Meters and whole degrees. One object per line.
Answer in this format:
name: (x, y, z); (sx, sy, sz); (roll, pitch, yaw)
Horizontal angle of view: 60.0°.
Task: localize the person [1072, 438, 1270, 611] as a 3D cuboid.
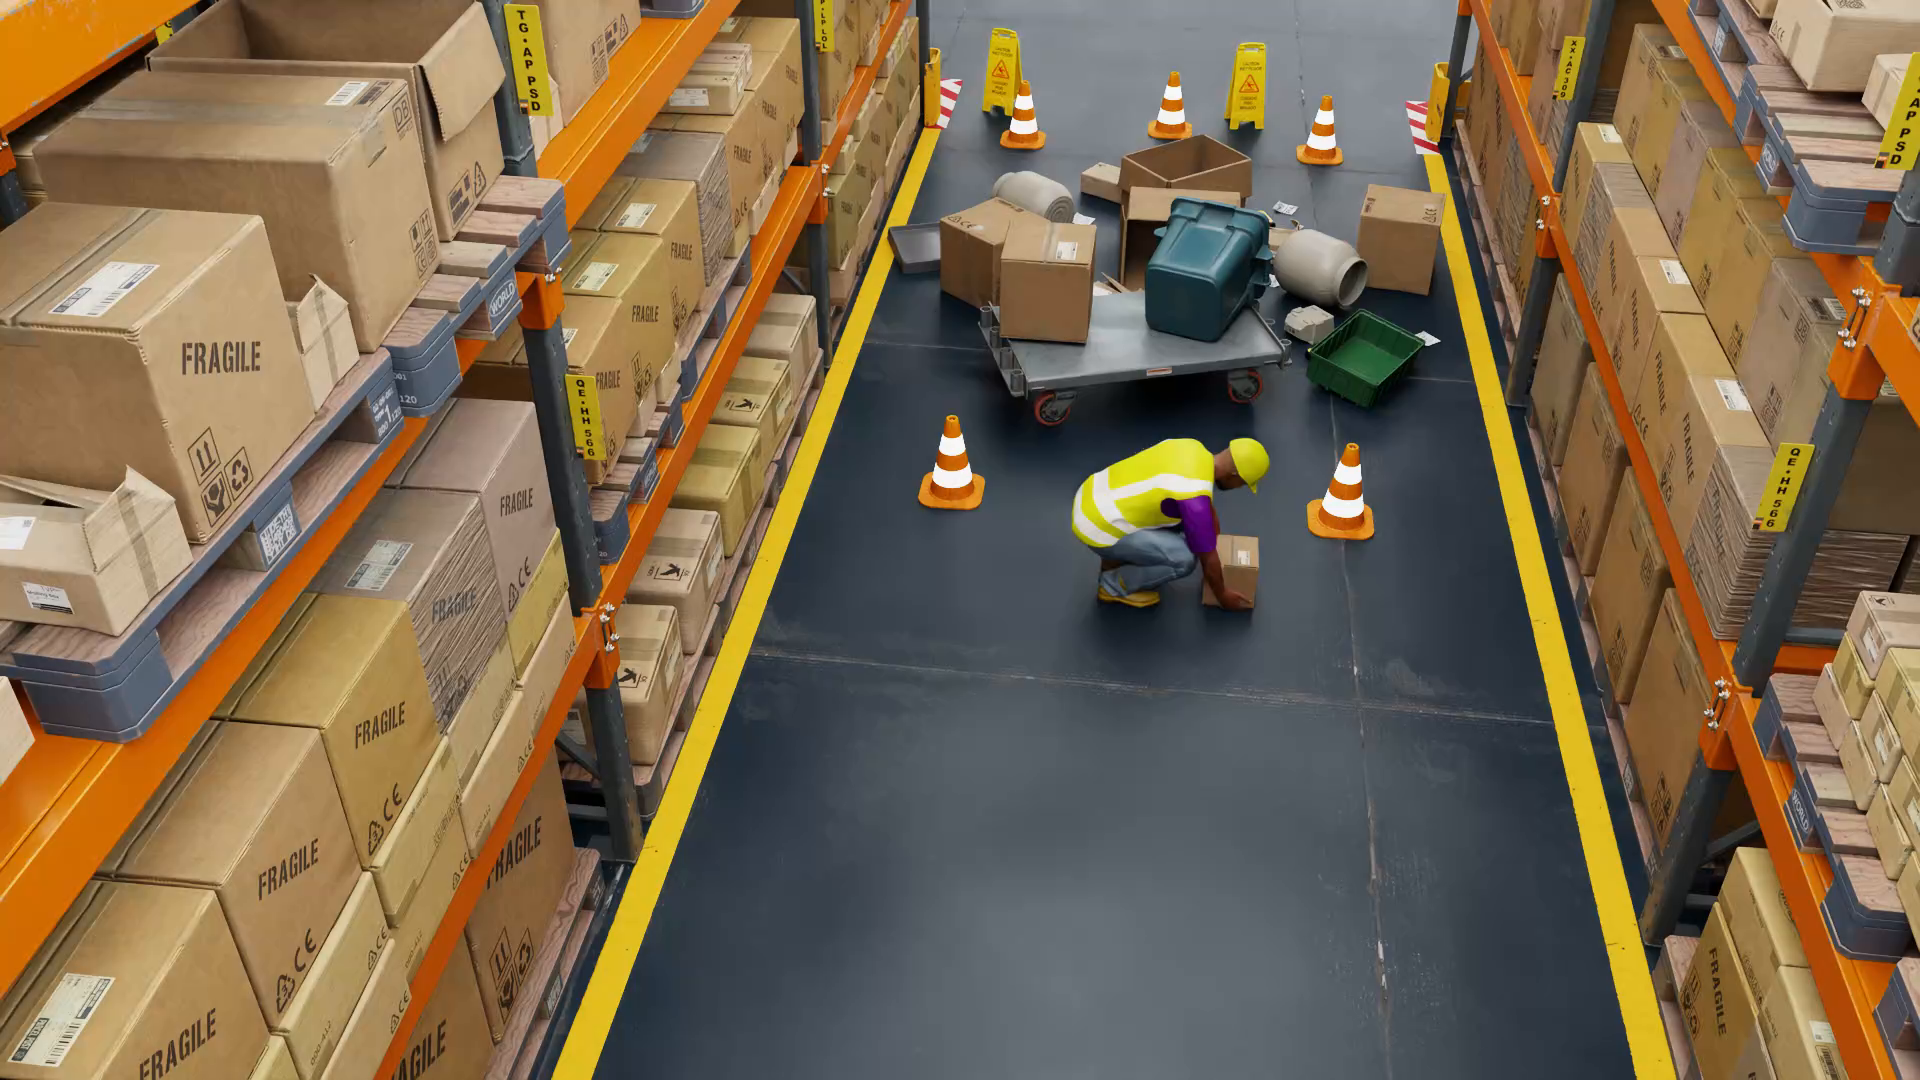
person: (0.995, -0.110, 8.002); (0.907, 0.892, 0.553); (4, 36, 6)
